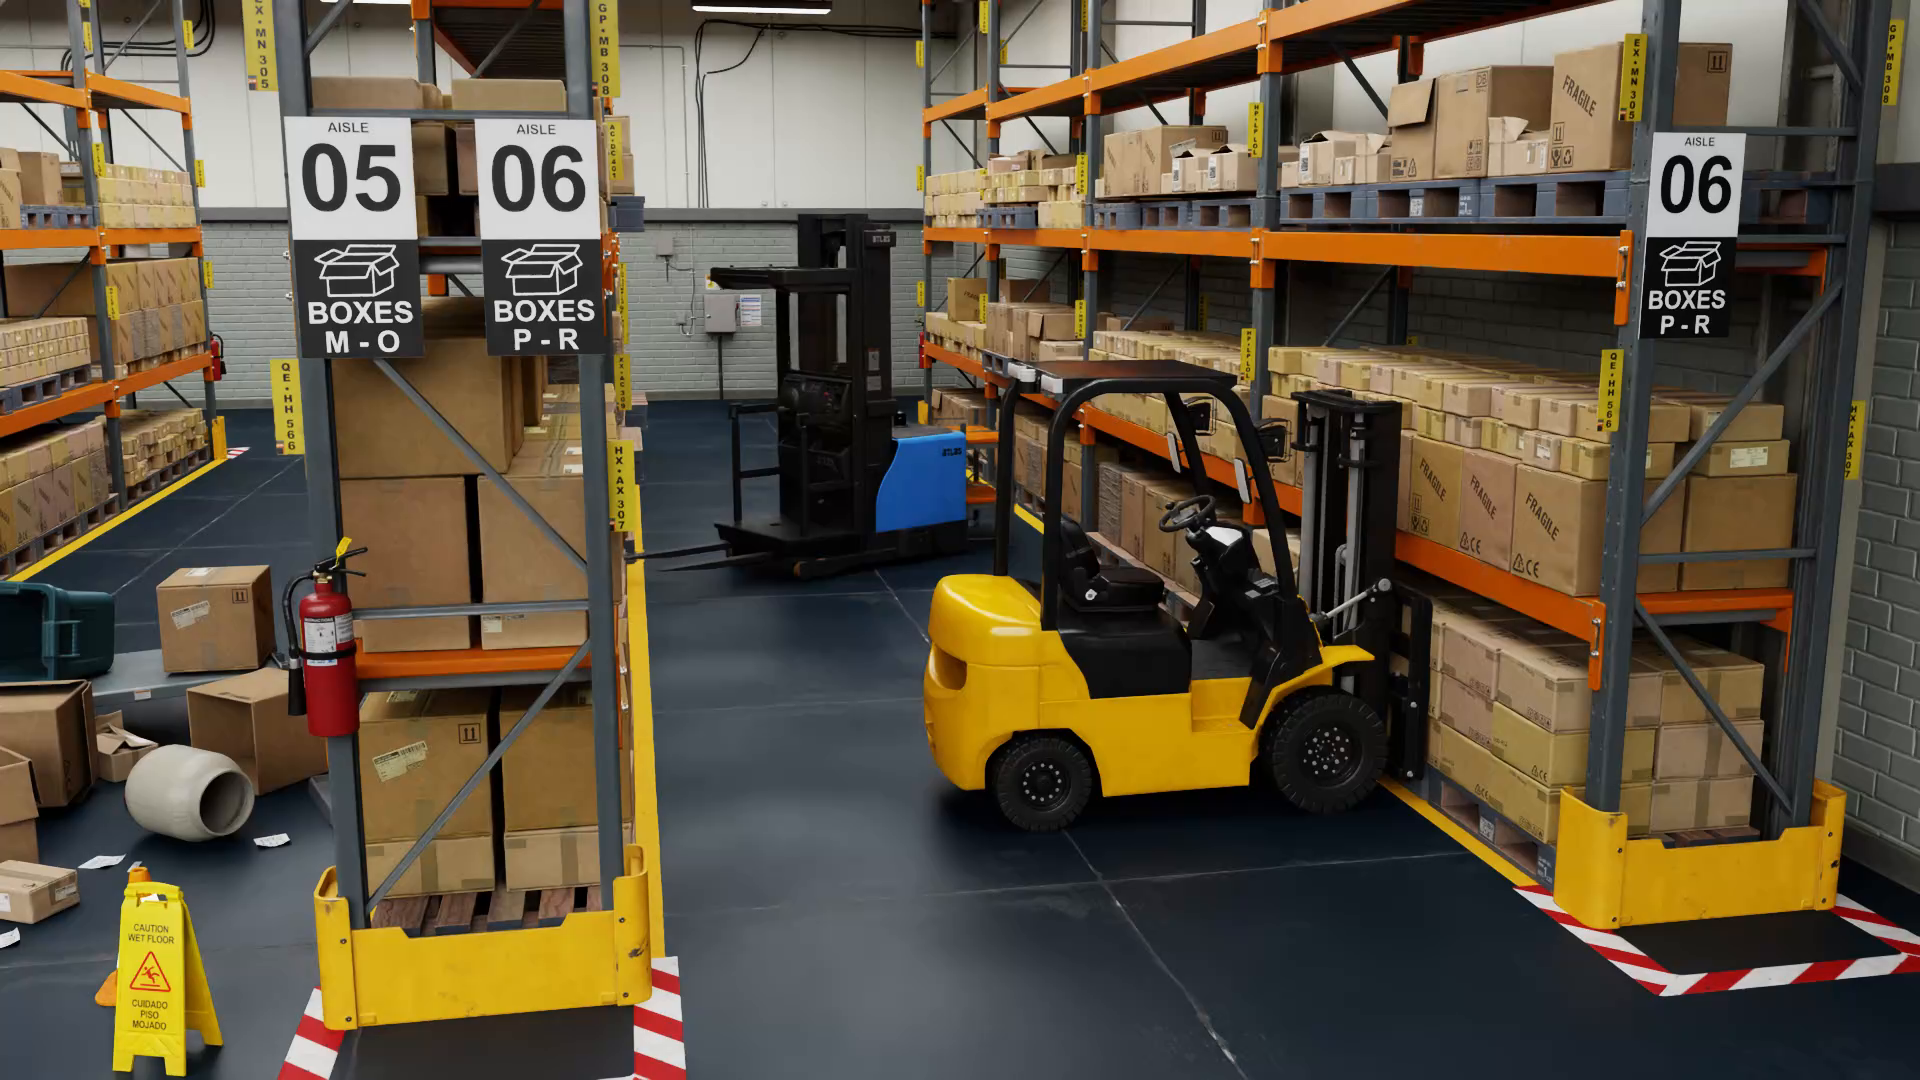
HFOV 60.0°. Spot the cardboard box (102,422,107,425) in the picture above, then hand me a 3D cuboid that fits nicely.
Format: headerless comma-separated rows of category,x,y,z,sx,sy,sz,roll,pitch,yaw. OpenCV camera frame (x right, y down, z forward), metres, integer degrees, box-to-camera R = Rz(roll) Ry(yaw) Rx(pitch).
cardboard box,-9.643,-1.231,18.606,0.380,0.149,0.250,-2,11,-10

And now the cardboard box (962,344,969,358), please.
cardboard box,0.237,-2.243,19.683,0.380,0.149,0.250,-2,11,-12

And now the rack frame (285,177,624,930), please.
rack frame,-1.739,0.254,5.894,1.000,3.000,0.127,-2,11,-11

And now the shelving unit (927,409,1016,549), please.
shelving unit,0.092,-0.580,15.291,0.538,1.125,1.048,-3,11,-17

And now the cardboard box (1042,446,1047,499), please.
cardboard box,1.088,-0.631,16.104,0.500,0.500,0.500,-2,11,-9

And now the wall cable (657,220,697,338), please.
wall cable,-4.582,-4.267,26.928,0.588,1.984,0.122,-2,11,-11

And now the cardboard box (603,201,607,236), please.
cardboard box,-1.741,-1.406,7.263,0.380,0.149,0.250,-2,11,-10

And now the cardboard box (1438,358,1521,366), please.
cardboard box,2.923,-0.940,9.368,0.380,0.149,0.250,-2,11,-12

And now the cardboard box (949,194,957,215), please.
cardboard box,0.165,-4.036,20.014,0.500,0.250,0.500,-2,11,-12

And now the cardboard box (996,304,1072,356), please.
cardboard box,0.770,-2.192,17.353,0.700,0.500,0.500,-2,11,-10

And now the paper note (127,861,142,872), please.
paper note,-3.718,1.472,7.491,0.032,0.001,0.123,-2,11,-11

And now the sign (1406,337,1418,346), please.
sign,2.895,-1.146,10.720,0.100,0.325,0.005,-2,11,-11

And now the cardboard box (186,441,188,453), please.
cardboard box,-9.203,-1.059,19.294,0.380,0.149,0.250,-2,11,-10

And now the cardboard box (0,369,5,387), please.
cardboard box,-8.179,-1.335,13.792,0.380,0.149,0.250,-2,11,-8

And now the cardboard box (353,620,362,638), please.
cardboard box,-2.180,0.274,6.460,0.380,0.149,0.250,-2,11,-12

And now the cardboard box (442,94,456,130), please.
cardboard box,-2.174,-1.683,6.585,0.380,0.149,0.250,-2,11,-11

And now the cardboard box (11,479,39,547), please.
cardboard box,-8.120,-0.224,13.968,0.500,0.500,0.500,-2,11,-10

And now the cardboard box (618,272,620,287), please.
cardboard box,-4.109,-2.771,18.844,0.500,0.500,0.500,-2,11,-10

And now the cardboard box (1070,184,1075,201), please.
cardboard box,1.210,-3.144,15.058,0.380,0.149,0.250,-2,11,-10

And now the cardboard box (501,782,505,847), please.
cardboard box,-2.253,1.164,7.340,0.500,0.250,0.500,-2,11,-11

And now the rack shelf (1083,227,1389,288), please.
rack shelf,1.962,-2.148,12.415,1.077,0.370,4.000,-2,11,-11

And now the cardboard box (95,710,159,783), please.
cardboard box,-4.464,1.091,8.809,0.396,0.266,0.258,9,14,38

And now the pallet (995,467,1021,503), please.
pallet,0.990,-0.611,17.894,1.003,0.211,1.213,-2,11,-11

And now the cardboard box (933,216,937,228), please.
cardboard box,-0.149,-4.145,21.655,0.380,0.149,0.250,-2,11,-10

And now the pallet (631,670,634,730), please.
pallet,-2.352,1.012,9.369,1.003,0.211,1.213,-2,11,-11

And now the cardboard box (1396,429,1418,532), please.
cardboard box,2.475,-0.338,8.739,0.500,0.500,0.500,-2,11,-11

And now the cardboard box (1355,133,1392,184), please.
cardboard box,2.342,-2.041,8.896,0.396,0.266,0.258,-2,11,-12

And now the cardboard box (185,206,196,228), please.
cardboard box,-9.339,-3.808,19.615,0.500,0.250,0.500,-2,11,-12

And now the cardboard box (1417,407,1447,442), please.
cardboard box,2.513,-0.583,8.288,0.380,0.149,0.250,-2,11,-11

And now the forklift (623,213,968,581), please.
forklift,-1.376,-1.214,13.790,3.031,2.935,1.130,-9,14,-40

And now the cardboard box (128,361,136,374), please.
cardboard box,-8.917,-1.831,17.518,0.380,0.149,0.250,-3,11,-14

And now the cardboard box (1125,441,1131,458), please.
cardboard box,1.752,-0.848,15.512,0.380,0.149,0.250,-2,11,-9

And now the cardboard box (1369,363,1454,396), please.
cardboard box,2.450,-0.872,9.013,0.380,0.149,0.250,-2,11,-11

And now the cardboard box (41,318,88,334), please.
cardboard box,-8.640,-2.057,15.993,0.380,0.149,0.250,-2,11,-8

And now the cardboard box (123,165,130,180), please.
cardboard box,-8.929,-3.843,17.394,0.380,0.149,0.250,-2,11,-13

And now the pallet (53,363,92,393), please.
pallet,-8.903,-1.509,15.668,1.003,0.211,1.213,-2,11,-11

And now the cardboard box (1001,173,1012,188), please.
cardboard box,0.628,-3.669,16.965,0.380,0.149,0.250,-2,11,-12

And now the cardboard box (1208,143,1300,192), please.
cardboard box,1.971,-2.470,11.031,0.500,0.311,0.500,-2,11,-13

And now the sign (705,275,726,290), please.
sign,-3.976,-4.205,27.113,0.339,0.242,0.001,-2,11,-11

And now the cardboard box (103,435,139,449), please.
cardboard box,-8.866,-1.015,17.469,0.380,0.149,0.250,-2,11,-12

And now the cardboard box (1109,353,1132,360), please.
cardboard box,1.516,-1.384,13.565,0.500,0.250,0.500,-2,11,-9

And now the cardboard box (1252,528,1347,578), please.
cardboard box,2.137,0.092,10.299,0.500,0.250,0.500,-2,11,-12

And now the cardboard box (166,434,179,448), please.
cardboard box,-9.057,-1.110,18.767,0.380,0.149,0.250,-2,11,-8

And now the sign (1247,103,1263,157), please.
sign,1.820,-2.522,10.229,0.100,0.325,0.005,-2,11,-11

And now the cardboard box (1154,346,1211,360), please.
cardboard box,1.661,-1.362,12.384,0.380,0.149,0.250,-2,11,-13

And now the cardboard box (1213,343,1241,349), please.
cardboard box,2.152,-1.429,12.735,0.380,0.149,0.250,-2,11,-9

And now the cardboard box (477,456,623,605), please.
cardboard box,-1.559,-0.038,6.366,0.500,0.500,0.500,-2,11,-12

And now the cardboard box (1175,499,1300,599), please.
cardboard box,2.095,0.061,12.133,0.875,0.625,0.625,-2,11,-12

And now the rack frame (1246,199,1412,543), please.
rack frame,2.351,-0.661,10.701,1.000,3.000,0.127,-2,11,-11

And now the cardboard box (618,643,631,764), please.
cardboard box,-1.736,0.772,7.398,0.500,0.500,0.500,-3,11,-13

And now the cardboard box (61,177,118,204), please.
cardboard box,-8.767,-3.491,16.611,0.500,0.250,0.500,-2,11,-9

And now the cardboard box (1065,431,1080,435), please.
cardboard box,1.081,-0.968,16.139,0.380,0.149,0.250,-2,11,-12
